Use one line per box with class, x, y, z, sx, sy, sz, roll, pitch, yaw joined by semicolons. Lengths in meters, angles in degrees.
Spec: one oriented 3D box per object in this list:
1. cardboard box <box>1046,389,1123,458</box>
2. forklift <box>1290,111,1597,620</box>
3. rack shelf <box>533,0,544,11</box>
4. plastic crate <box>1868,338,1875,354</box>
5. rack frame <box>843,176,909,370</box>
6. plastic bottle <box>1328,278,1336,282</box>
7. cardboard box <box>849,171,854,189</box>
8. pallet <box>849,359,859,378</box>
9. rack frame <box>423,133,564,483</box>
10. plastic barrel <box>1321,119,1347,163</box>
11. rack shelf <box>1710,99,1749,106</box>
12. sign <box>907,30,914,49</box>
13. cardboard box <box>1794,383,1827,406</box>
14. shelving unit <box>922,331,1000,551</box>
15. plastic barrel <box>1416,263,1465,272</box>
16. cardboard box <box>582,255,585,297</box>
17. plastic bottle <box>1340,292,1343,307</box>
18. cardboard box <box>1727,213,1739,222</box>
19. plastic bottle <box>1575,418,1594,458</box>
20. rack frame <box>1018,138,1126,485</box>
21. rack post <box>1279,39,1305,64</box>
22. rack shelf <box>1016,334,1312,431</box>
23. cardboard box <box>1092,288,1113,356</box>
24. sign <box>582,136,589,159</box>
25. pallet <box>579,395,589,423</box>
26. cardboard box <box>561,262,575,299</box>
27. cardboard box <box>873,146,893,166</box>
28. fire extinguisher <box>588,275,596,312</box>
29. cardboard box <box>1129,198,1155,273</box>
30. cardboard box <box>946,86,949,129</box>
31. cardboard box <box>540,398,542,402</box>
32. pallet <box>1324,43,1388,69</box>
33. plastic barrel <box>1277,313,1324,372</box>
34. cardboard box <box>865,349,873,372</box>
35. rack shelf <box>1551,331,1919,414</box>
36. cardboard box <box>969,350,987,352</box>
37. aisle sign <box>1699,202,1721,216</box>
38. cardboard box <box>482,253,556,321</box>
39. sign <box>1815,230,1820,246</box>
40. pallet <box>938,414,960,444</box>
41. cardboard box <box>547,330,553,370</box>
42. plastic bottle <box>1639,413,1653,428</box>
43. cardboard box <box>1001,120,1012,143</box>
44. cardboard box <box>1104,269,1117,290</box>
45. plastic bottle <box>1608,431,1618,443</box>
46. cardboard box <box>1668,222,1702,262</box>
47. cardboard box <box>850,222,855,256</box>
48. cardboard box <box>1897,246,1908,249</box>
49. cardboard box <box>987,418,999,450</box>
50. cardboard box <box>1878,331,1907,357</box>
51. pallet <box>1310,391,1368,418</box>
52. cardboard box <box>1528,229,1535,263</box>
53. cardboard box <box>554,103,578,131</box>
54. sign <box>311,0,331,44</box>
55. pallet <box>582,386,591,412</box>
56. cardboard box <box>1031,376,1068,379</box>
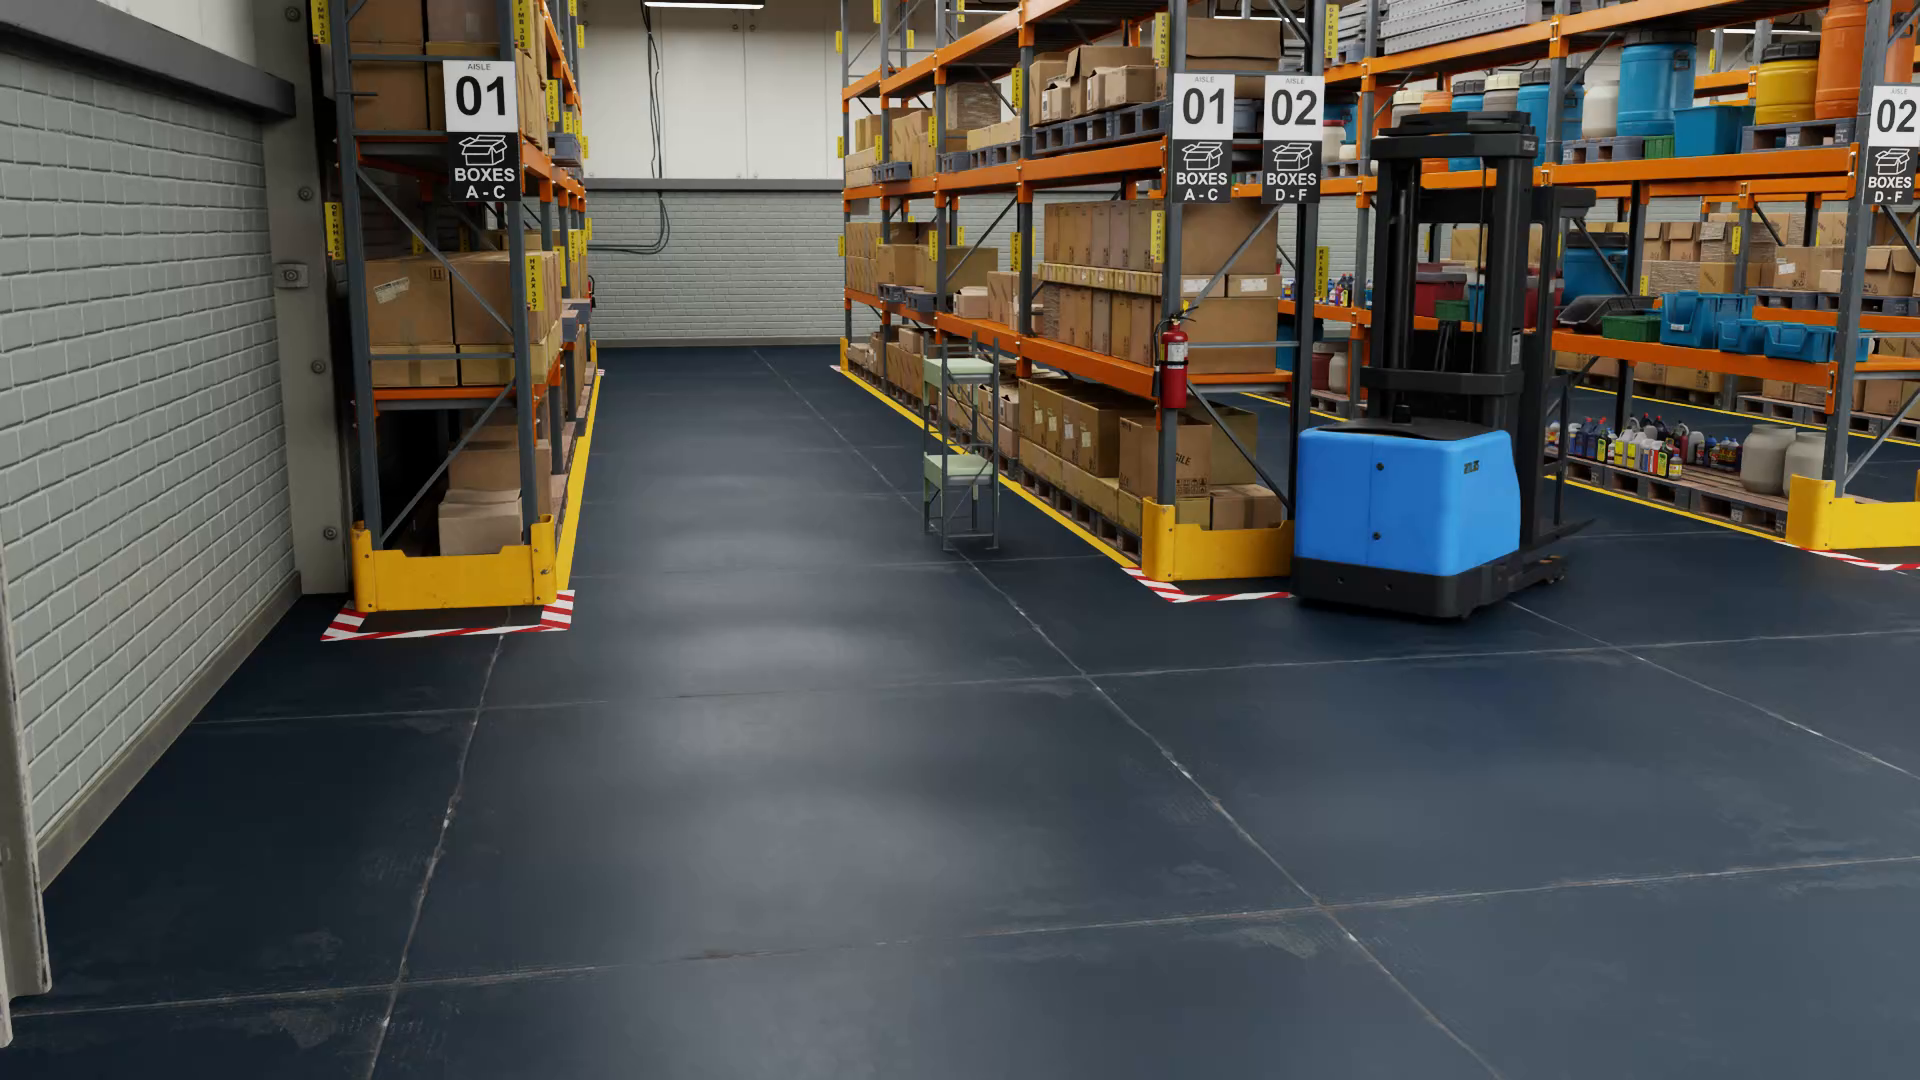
cardboard box;0.997;-0.937;13.323;0.500;0.500;0.500;-2;11;-11
forklift;3.320;-1.201;10.666;1.130;2.935;3.031;9;14;38
rack shelf;-3.450;-4.037;11.275;1.077;0.370;4.000;-2;11;-11
plastic crate;6.799;-1.485;12.682;0.298;0.136;0.250;-2;11;-11
rack frame;-1.314;-4.194;26.208;1.000;3.000;0.127;-2;11;-11
plastic bottle;4.912;-3.334;22.023;0.152;0.276;0.135;-2;11;-11
cardboard box;-1.379;-5.398;24.914;0.500;0.250;0.500;-2;11;-11
pallet;-1.144;-2.664;25.628;1.003;0.211;1.213;-2;11;-11
rack frame;-3.839;-1.812;13.695;1.000;3.000;0.127;-2;11;-11
plastic barrel;4.608;-4.972;20.790;0.433;0.535;0.433;0;11;0
rack shelf;13.677;-6.941;26.527;1.077;0.370;4.000;-2;11;-11
sign;-0.766;-7.694;25.632;0.100;0.325;0.005;-2;11;-11
cardboard box;10.230;-1.851;19.407;0.700;0.500;0.500;-3;11;-16
shelving unit;0.001;-0.736;12.050;0.431;1.500;0.755;-2;11;-11
plastic barrel;5.489;-2.899;19.040;0.600;0.536;0.708;-2;11;-11
cardboard box;-5.621;-3.661;22.606;0.980;0.700;0.700;-2;11;-12
plastic bottle;4.599;-2.889;19.884;0.097;0.201;0.097;0;11;0
cardboard box;13.220;-5.217;27.849;0.500;0.500;0.500;-2;11;-9
plastic bottle;5.629;-0.924;14.937;0.144;0.351;0.185;-2;11;-9
rack frame;1.020;-1.993;14.645;1.000;3.000;0.127;-2;11;-11
rack post;4.456;-6.394;21.925;0.937;0.300;0.954;-2;11;-12
rack shelf;1.409;-1.273;12.785;1.077;0.370;4.000;-2;11;-11
cardboard box;1.416;-1.678;12.725;0.700;0.500;0.500;-2;11;-9
sign;-5.638;-5.900;24.993;0.100;0.325;0.005;-2;11;-11
pallet;-4.930;-1.547;19.758;1.003;0.211;1.213;-2;11;-11
cardboard box;-4.460;-2.849;18.028;0.500;0.500;0.500;-2;11;-9
cardboard box;-0.897;-5.185;22.458;0.500;0.250;0.500;-2;11;-11
fire extinguisher;-5.749;-3.836;25.534;0.296;0.674;0.183;-2;11;-11
cardboard box;1.601;-2.138;11.669;0.700;0.500;0.500;-2;11;-12
cardboard box;0.064;-4.914;19.029;0.500;0.500;0.500;-2;11;-11
cardboard box;-4.148;-1.028;15.082;0.700;0.500;0.500;-2;11;-12
pallet;4.991;-5.697;19.638;1.213;0.211;1.003;-2;11;-11
plastic barrel;4.550;-2.585;22.244;0.600;0.901;0.708;-2;11;-11
cardboard box;-1.071;-2.587;23.782;0.500;0.311;0.500;-2;11;-11
rack shelf;6.268;-1.452;13.728;1.077;0.370;4.000;-2;11;-11
cardboard box;0.127;-2.092;20.675;0.500;0.500;0.500;-3;11;-13
aisle sign;12.980;-5.995;28.718;0.394;0.787;0.004;-2;11;-11
cardboard box;-3.253;-1.857;12.274;0.500;0.500;0.500;-2;11;-13
sign;10.490;-3.638;20.401;0.100;0.325;0.005;-2;11;-11
pallet;0.363;-1.204;17.960;1.003;0.211;1.213;-2;11;-11
cardboard box;-3.053;-1.304;11.373;0.500;0.250;0.500;-2;11;-12
plastic bottle;6.287;-0.980;15.229;0.144;0.351;0.185;-2;11;-13
cardboard box;0.708;-3.952;16.194;0.500;0.250;0.500;-3;11;-16
cardboard box;1.283;-1.928;12.300;0.380;0.149;0.250;-2;11;-9
plastic bottle;5.731;-0.825;14.628;0.097;0.271;0.097;0;11;0
cardboard box;9.709;-3.882;21.622;0.797;0.503;0.637;-2;11;-10
cardboard box;-1.378;-4.548;25.125;0.500;0.500;0.500;-2;11;-10
cardboard box;13.799;-4.170;24.040;0.380;0.149;0.250;-2;11;-11
cardboard box;0.558;-1.007;15.695;0.500;0.250;0.500;-2;11;-12
cardboard box;13.950;-2.815;24.525;0.500;0.500;0.500;-2;11;-9
pallet;4.907;-1.679;20.455;1.003;0.211;1.213;-2;11;-11
cardboard box;8.736;-4.427;25.035;0.500;0.500;0.500;-2;11;-10
cardboard box;-5.258;-5.444;21.759;0.500;0.500;0.500;-2;11;-12
sign;-3.609;-2.971;9.391;0.100;0.325;0.005;-2;11;-11
pallet;-5.171;-1.771;20.936;1.003;0.211;1.213;-2;11;-11
cardboard box;0.883;-1.491;16.738;0.500;0.311;0.500;-2;11;-9
